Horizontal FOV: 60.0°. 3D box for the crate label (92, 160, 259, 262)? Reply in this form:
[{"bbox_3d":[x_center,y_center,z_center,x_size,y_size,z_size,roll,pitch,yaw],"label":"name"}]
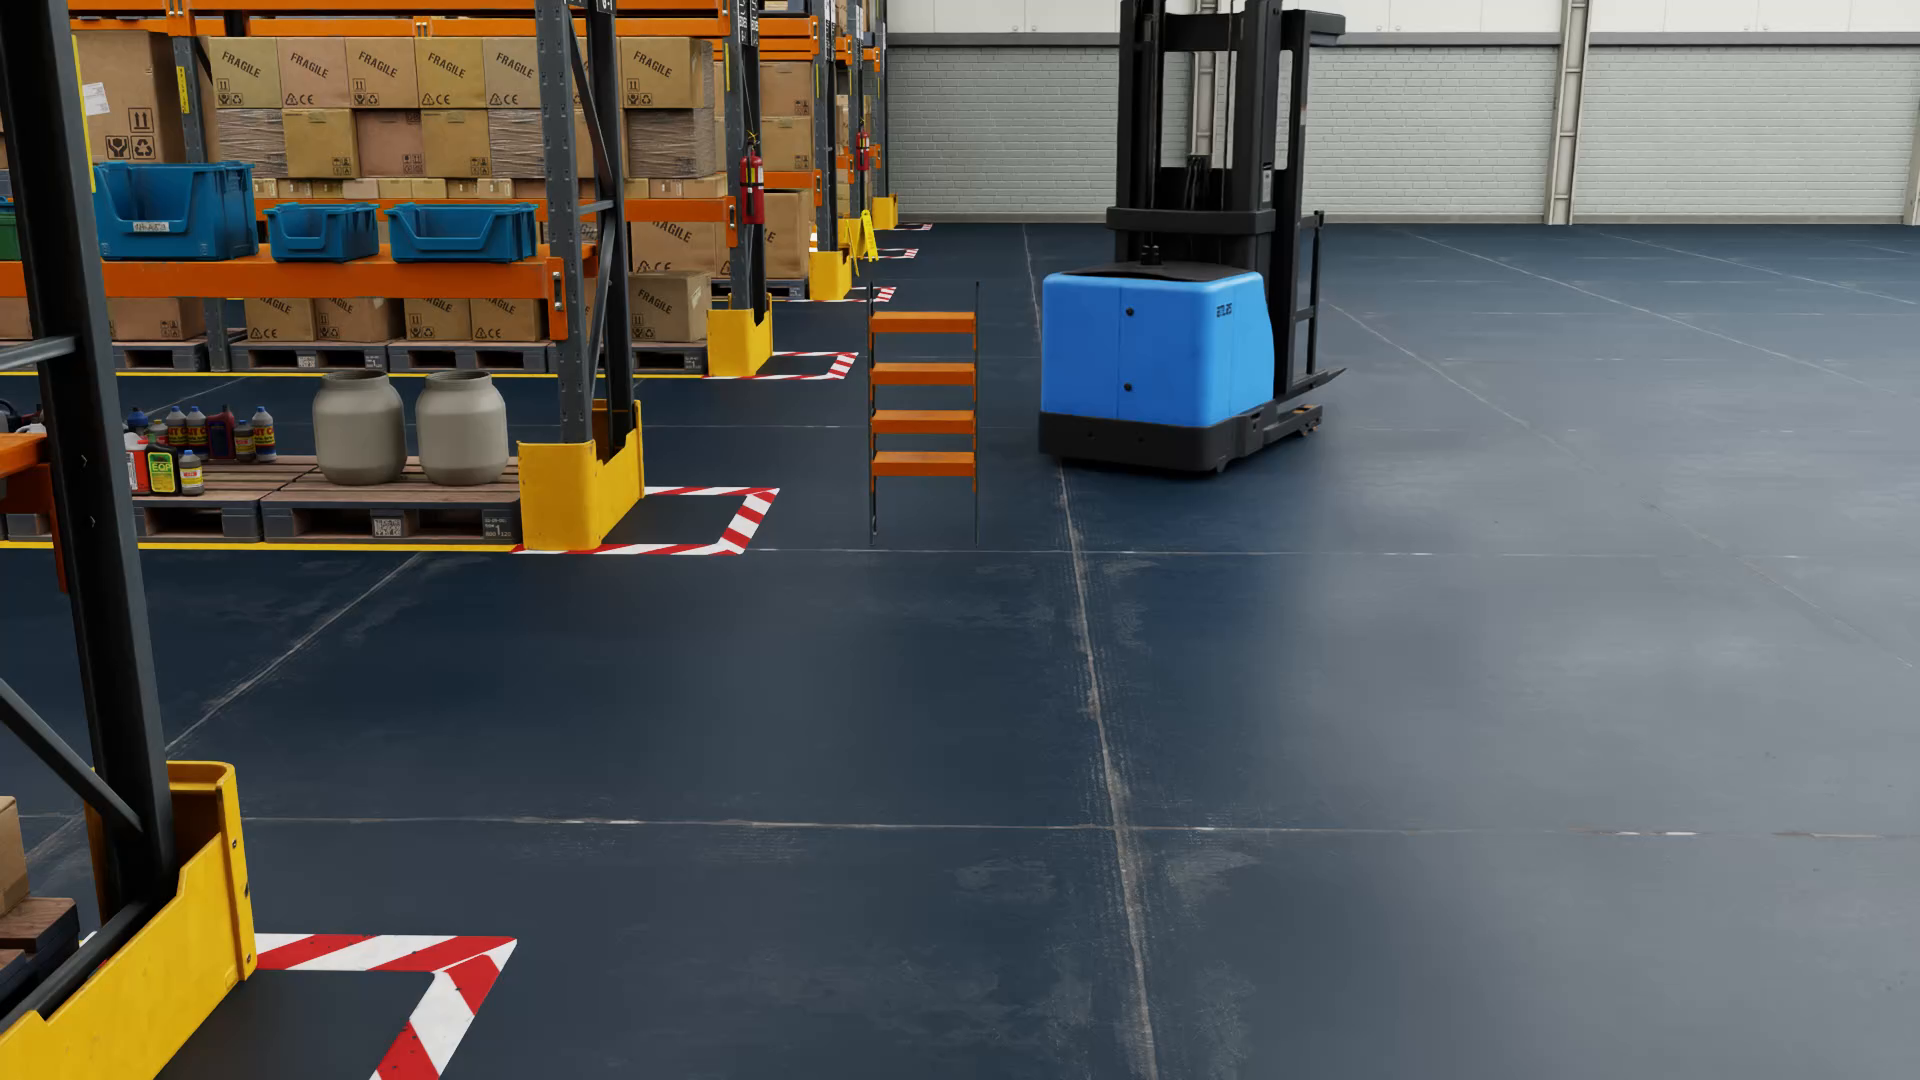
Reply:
[{"bbox_3d":[-3.608,-1.521,7.656,0.616,0.435,0.502,0,15,1],"label":"crate label"}]

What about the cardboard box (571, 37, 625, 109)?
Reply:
[{"bbox_3d":[-2.690,-3.442,12.267,0.500,0.500,0.500,0,15,1],"label":"cardboard box"}]

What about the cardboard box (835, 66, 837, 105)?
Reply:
[{"bbox_3d":[-1.897,-5.975,21.866,0.500,0.500,0.700,0,15,0],"label":"cardboard box"}]

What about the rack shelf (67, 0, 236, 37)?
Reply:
[{"bbox_3d":[-7.632,-3.966,12.521,4.000,0.370,1.077,0,15,1],"label":"rack shelf"}]

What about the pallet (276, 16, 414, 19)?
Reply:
[{"bbox_3d":[-6.323,-5.466,17.171,1.217,0.209,0.805,0,15,-1],"label":"pallet"}]

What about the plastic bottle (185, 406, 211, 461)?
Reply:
[{"bbox_3d":[-3.908,-0.548,8.523,0.097,0.271,0.097,0,15,0],"label":"plastic bottle"}]

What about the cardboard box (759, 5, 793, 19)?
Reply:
[{"bbox_3d":[-2.402,-6.815,21.620,0.500,0.250,0.500,0,15,1],"label":"cardboard box"}]

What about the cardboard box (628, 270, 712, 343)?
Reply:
[{"bbox_3d":[-2.258,-1.827,12.961,0.500,0.500,0.500,3,15,12],"label":"cardboard box"}]

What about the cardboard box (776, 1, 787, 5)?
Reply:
[{"bbox_3d":[-2.239,-7.001,21.545,0.250,0.149,0.380,0,15,1],"label":"cardboard box"}]

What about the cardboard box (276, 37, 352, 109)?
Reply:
[{"bbox_3d":[-4.690,-3.455,12.317,0.500,0.500,0.500,0,15,1],"label":"cardboard box"}]

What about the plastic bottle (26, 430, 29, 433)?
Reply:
[{"bbox_3d":[-4.371,-0.406,7.974,0.135,0.276,0.152,0,15,1],"label":"plastic bottle"}]

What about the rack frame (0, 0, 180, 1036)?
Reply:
[{"bbox_3d":[-1.891,-0.298,3.088,0.127,3.000,1.000,0,15,1],"label":"rack frame"}]

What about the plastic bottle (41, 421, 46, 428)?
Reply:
[{"bbox_3d":[-4.570,-0.526,8.416,0.133,0.283,0.061,0,15,1],"label":"plastic bottle"}]

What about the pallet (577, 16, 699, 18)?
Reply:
[{"bbox_3d":[-3.371,-5.505,17.120,1.213,0.211,1.003,0,15,1],"label":"pallet"}]

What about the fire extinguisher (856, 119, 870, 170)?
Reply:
[{"bbox_3d":[-1.278,-5.196,21.804,0.183,0.674,0.296,0,15,1],"label":"fire extinguisher"}]

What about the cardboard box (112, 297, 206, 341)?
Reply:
[{"bbox_3d":[-6.246,-1.864,13.061,0.500,0.500,0.700,-1,15,-3],"label":"cardboard box"}]

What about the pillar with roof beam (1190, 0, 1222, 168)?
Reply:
[{"bbox_3d":[3.957,-8.615,22.854,0.400,9.000,9.100,0,15,1],"label":"pillar with roof beam"}]

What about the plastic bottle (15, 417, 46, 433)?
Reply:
[{"bbox_3d":[-4.349,-0.404,7.821,0.185,0.351,0.144,0,15,1],"label":"plastic bottle"}]

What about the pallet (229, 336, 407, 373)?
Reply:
[{"bbox_3d":[-4.961,-1.506,13.136,1.213,0.211,1.003,0,15,1],"label":"pallet"}]

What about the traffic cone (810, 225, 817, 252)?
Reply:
[{"bbox_3d":[-1.844,-3.798,21.330,0.334,0.463,0.336,0,15,1],"label":"traffic cone"}]

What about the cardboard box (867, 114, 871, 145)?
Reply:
[{"bbox_3d":[-1.746,-6.740,27.309,0.500,0.500,0.500,1,15,3],"label":"cardboard box"}]

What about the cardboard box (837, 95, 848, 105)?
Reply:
[{"bbox_3d":[-1.869,-7.065,26.689,0.250,0.149,0.380,0,15,2],"label":"cardboard box"}]

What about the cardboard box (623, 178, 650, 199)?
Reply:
[{"bbox_3d":[-2.426,-2.642,12.467,0.250,0.149,0.380,0,15,1],"label":"cardboard box"}]

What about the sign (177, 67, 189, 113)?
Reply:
[{"bbox_3d":[-5.644,-3.268,12.078,0.005,0.325,0.100,0,15,1],"label":"sign"}]

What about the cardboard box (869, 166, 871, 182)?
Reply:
[{"bbox_3d":[-1.734,-6.026,27.405,0.500,0.250,0.500,0,15,1],"label":"cardboard box"}]

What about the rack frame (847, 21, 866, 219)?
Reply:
[{"bbox_3d":[-1.381,-5.351,22.243,0.127,3.000,1.000,0,15,1],"label":"rack frame"}]

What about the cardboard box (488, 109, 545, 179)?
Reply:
[{"bbox_3d":[-3.185,-3.014,12.604,0.500,0.500,0.875,0,15,1],"label":"cardboard box"}]

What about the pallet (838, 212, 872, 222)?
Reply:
[{"bbox_3d":[-2.024,-5.263,27.375,1.213,0.211,1.003,0,15,1],"label":"pallet"}]

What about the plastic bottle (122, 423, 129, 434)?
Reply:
[{"bbox_3d":[-4.312,-0.517,8.542,0.097,0.201,0.097,0,15,0],"label":"plastic bottle"}]

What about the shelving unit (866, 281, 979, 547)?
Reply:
[{"bbox_3d":[-0.165,-0.581,7.691,0.503,1.200,0.258,0,15,1],"label":"shelving unit"}]

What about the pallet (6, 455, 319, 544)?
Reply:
[{"bbox_3d":[-3.866,-0.216,8.246,1.213,0.211,1.003,0,15,1],"label":"pallet"}]

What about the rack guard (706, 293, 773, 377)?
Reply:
[{"bbox_3d":[-1.710,-1.616,12.985,0.348,0.500,1.175,0,15,1],"label":"rack guard"}]

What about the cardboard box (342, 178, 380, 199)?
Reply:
[{"bbox_3d":[-4.426,-2.640,12.457,0.250,0.149,0.380,0,15,1],"label":"cardboard box"}]

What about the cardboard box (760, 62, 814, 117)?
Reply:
[{"bbox_3d":[-1.776,-4.695,17.345,0.550,0.550,0.875,0,15,1],"label":"cardboard box"}]

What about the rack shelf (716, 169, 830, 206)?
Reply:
[{"bbox_3d":[-3.406,-3.753,17.597,4.000,0.370,1.077,0,15,1],"label":"rack shelf"}]

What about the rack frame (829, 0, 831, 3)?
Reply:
[{"bbox_3d":[-1.407,-6.989,16.690,0.127,3.000,1.000,0,15,1],"label":"rack frame"}]

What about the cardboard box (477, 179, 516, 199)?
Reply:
[{"bbox_3d":[-3.427,-2.635,12.439,0.250,0.149,0.380,0,15,1],"label":"cardboard box"}]

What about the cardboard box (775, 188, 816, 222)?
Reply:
[{"bbox_3d":[-2.189,-4.526,22.212,0.500,0.500,0.500,0,15,2],"label":"cardboard box"}]

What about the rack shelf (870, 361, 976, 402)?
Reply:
[{"bbox_3d":[-0.165,-0.732,7.651,0.480,0.148,0.258,0,15,1],"label":"rack shelf"}]

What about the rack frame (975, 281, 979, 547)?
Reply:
[{"bbox_3d":[0.078,-0.580,7.685,0.015,1.200,0.240,0,15,1],"label":"rack frame"}]

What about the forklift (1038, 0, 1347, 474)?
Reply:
[{"bbox_3d":[1.621,-2.108,10.084,1.130,2.935,3.031,8,17,29],"label":"forklift"}]

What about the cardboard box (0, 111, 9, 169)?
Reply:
[{"bbox_3d":[-7.368,-3.091,12.649,0.637,0.503,0.797,2,15,7],"label":"cardboard box"}]

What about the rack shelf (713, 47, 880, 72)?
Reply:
[{"bbox_3d":[-3.257,-7.733,26.799,4.000,0.370,1.077,0,15,1],"label":"rack shelf"}]

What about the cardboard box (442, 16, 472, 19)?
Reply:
[{"bbox_3d":[-6.473,-6.930,21.816,0.500,0.250,0.500,1,15,2],"label":"cardboard box"}]

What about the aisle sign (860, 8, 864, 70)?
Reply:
[{"bbox_3d":[-1.311,-6.687,22.209,0.004,0.787,0.394,0,15,1],"label":"aisle sign"}]

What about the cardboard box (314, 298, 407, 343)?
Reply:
[{"bbox_3d":[-4.661,-1.830,12.973,0.500,0.500,0.500,5,16,19],"label":"cardboard box"}]

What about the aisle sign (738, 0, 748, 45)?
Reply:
[{"bbox_3d":[-1.580,-4.004,12.041,0.004,0.787,0.394,0,15,1],"label":"aisle sign"}]

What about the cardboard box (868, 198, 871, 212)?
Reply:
[{"bbox_3d":[-1.744,-5.544,27.539,0.500,0.250,0.500,0,15,2],"label":"cardboard box"}]

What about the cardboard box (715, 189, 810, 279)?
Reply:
[{"bbox_3d":[-2.086,-3.252,17.626,0.875,0.875,0.875,0,15,2],"label":"cardboard box"}]

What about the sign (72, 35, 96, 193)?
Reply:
[{"bbox_3d":[-1.871,-0.896,3.504,0.005,0.325,0.100,0,15,1],"label":"sign"}]

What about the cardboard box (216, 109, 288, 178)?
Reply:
[{"bbox_3d":[-5.185,-3.024,12.641,0.500,0.500,0.875,0,15,1],"label":"cardboard box"}]
